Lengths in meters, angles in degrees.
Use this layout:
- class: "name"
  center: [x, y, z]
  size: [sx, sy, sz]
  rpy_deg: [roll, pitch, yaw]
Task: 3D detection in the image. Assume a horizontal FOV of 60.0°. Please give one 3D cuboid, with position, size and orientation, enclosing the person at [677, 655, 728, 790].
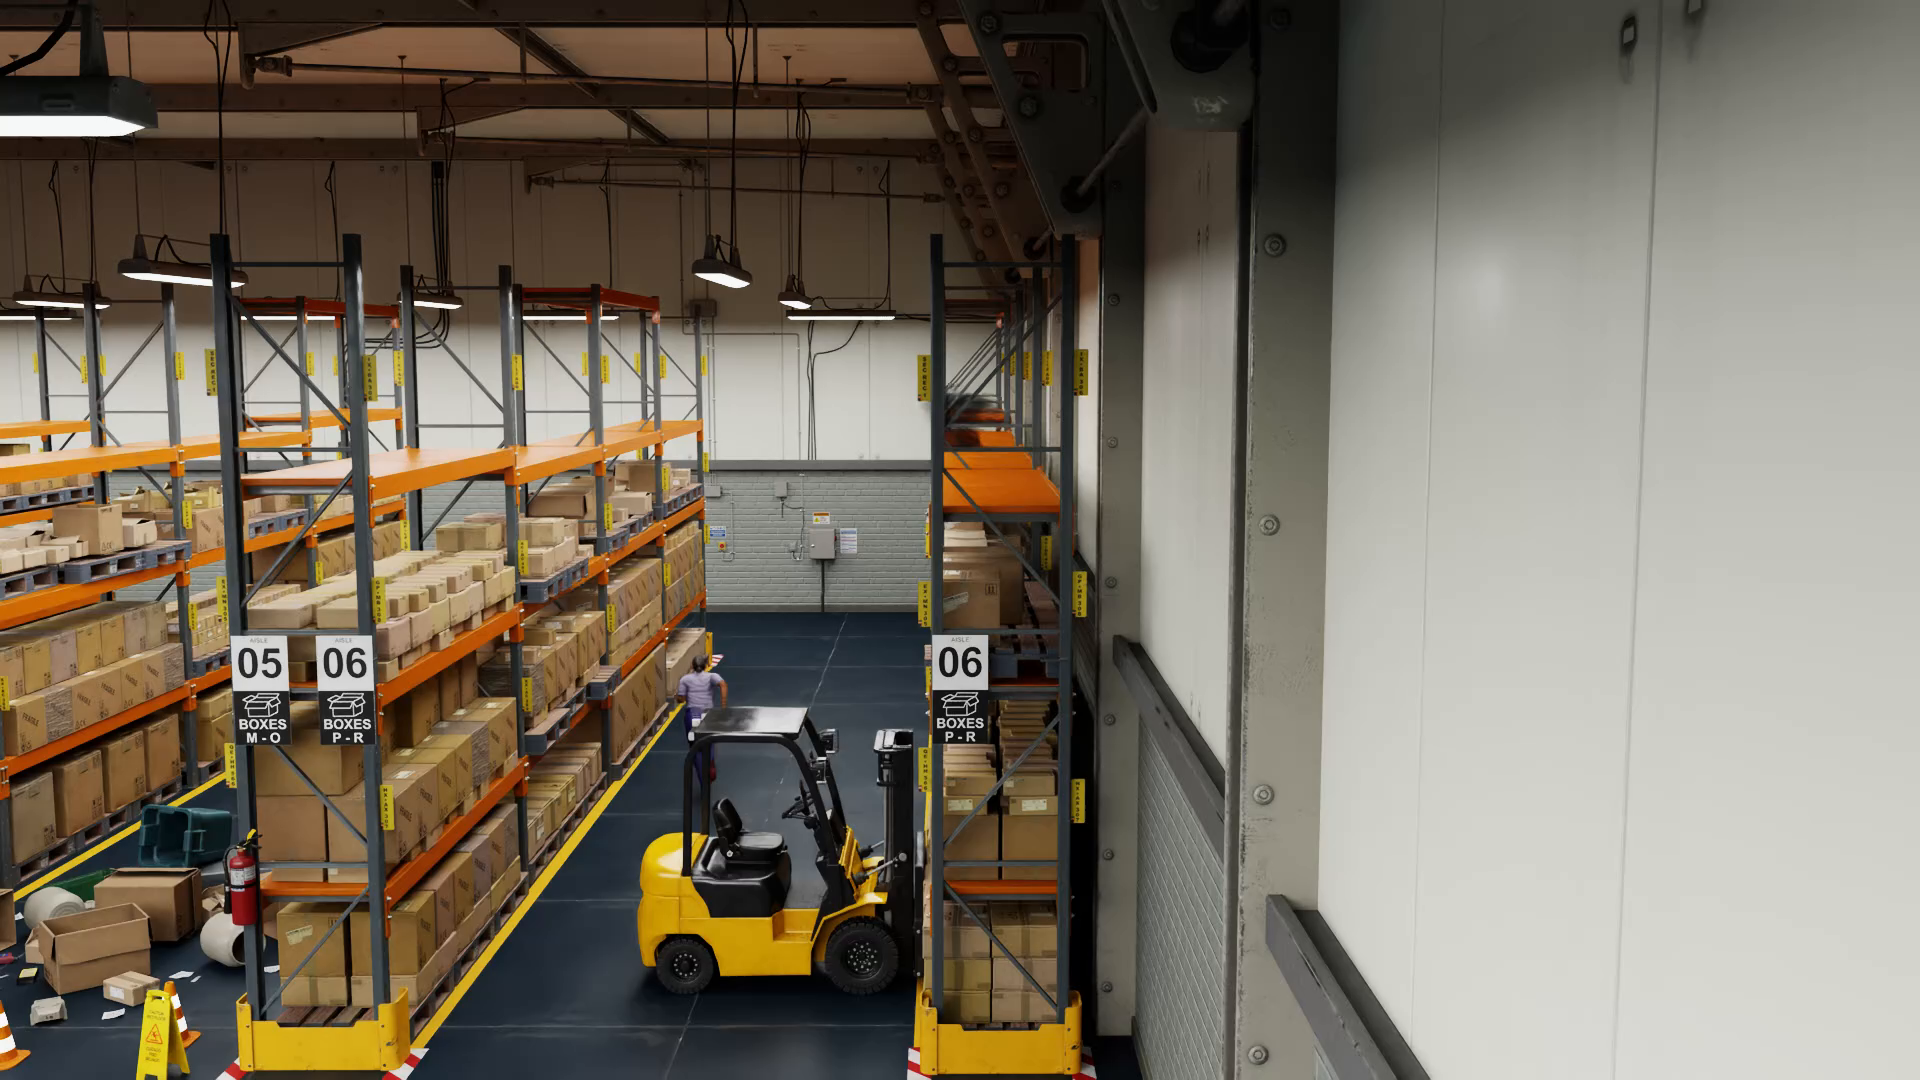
- class: "person"
  center: [-3.092, 2.178, 19.941]
  size: [0.573, 1.572, 0.782]
  rpy_deg: [-2, 7, -17]
